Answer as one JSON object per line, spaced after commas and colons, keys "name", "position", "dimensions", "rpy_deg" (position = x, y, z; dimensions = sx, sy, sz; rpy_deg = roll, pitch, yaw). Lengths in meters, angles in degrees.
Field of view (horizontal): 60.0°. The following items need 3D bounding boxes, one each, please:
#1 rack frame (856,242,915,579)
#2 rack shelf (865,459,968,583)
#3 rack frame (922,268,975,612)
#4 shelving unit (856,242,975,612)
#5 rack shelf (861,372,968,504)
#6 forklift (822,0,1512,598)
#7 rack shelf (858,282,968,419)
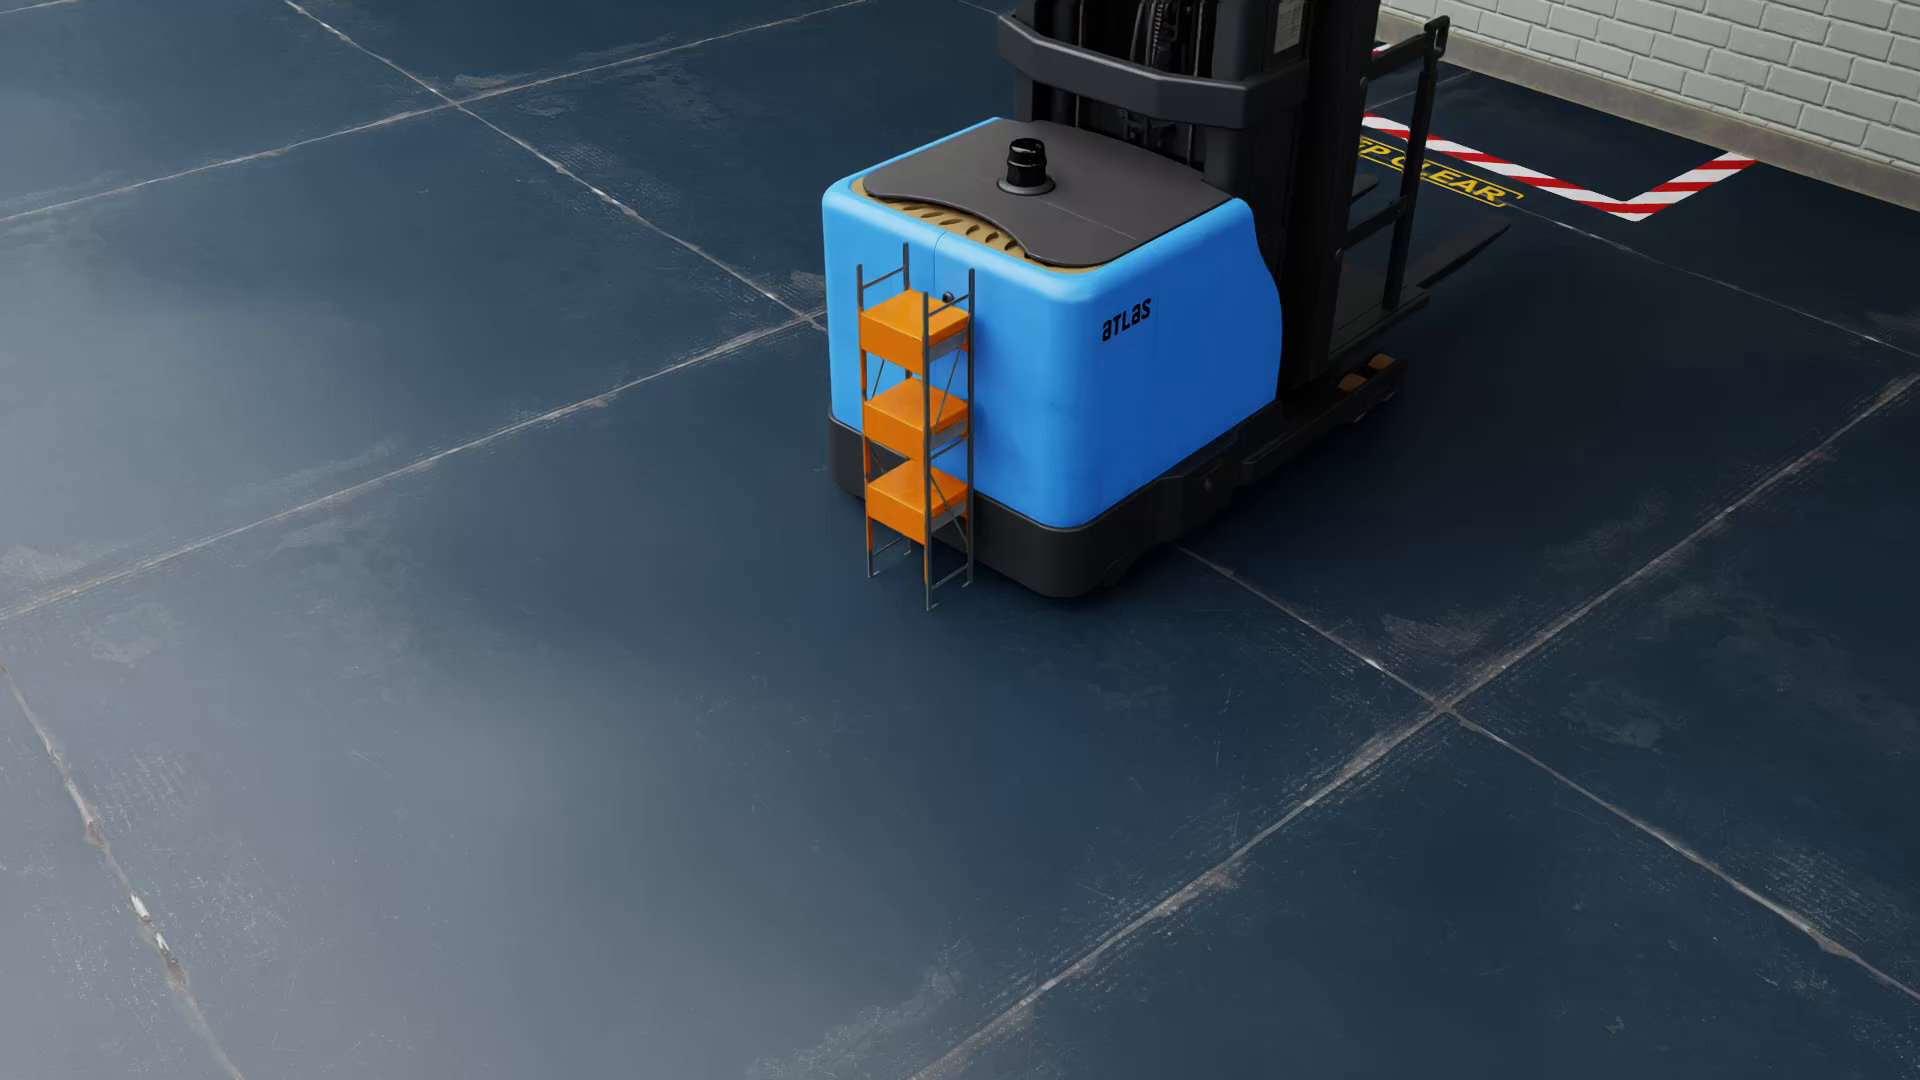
{"name": "rack frame", "position": [-0.211, -0.353, 4.840], "dimensions": [0.008, 1.050, 0.200], "rpy_deg": [27, 44, 33]}
{"name": "rack shelf", "position": [-0.121, -0.070, 4.940], "dimensions": [0.240, 0.259, 0.215], "rpy_deg": [27, 44, 33]}
{"name": "rack frame", "position": [-0.030, -0.259, 4.707], "dimensions": [0.008, 1.050, 0.200], "rpy_deg": [27, 44, 33]}
{"name": "shelving unit", "position": [-0.121, -0.306, 4.773], "dimensions": [0.252, 1.050, 0.215], "rpy_deg": [27, 44, 33]}
{"name": "rack shelf", "position": [-0.121, -0.297, 4.779], "dimensions": [0.240, 0.259, 0.215], "rpy_deg": [27, 44, 33]}
{"name": "forklift", "position": [0.948, -1.789, 5.240], "dimensions": [1.130, 2.935, 3.031], "rpy_deg": [28, 44, 34]}
{"name": "rack shelf", "position": [-0.121, -0.529, 4.615], "dimensions": [0.240, 0.259, 0.215], "rpy_deg": [27, 44, 33]}
